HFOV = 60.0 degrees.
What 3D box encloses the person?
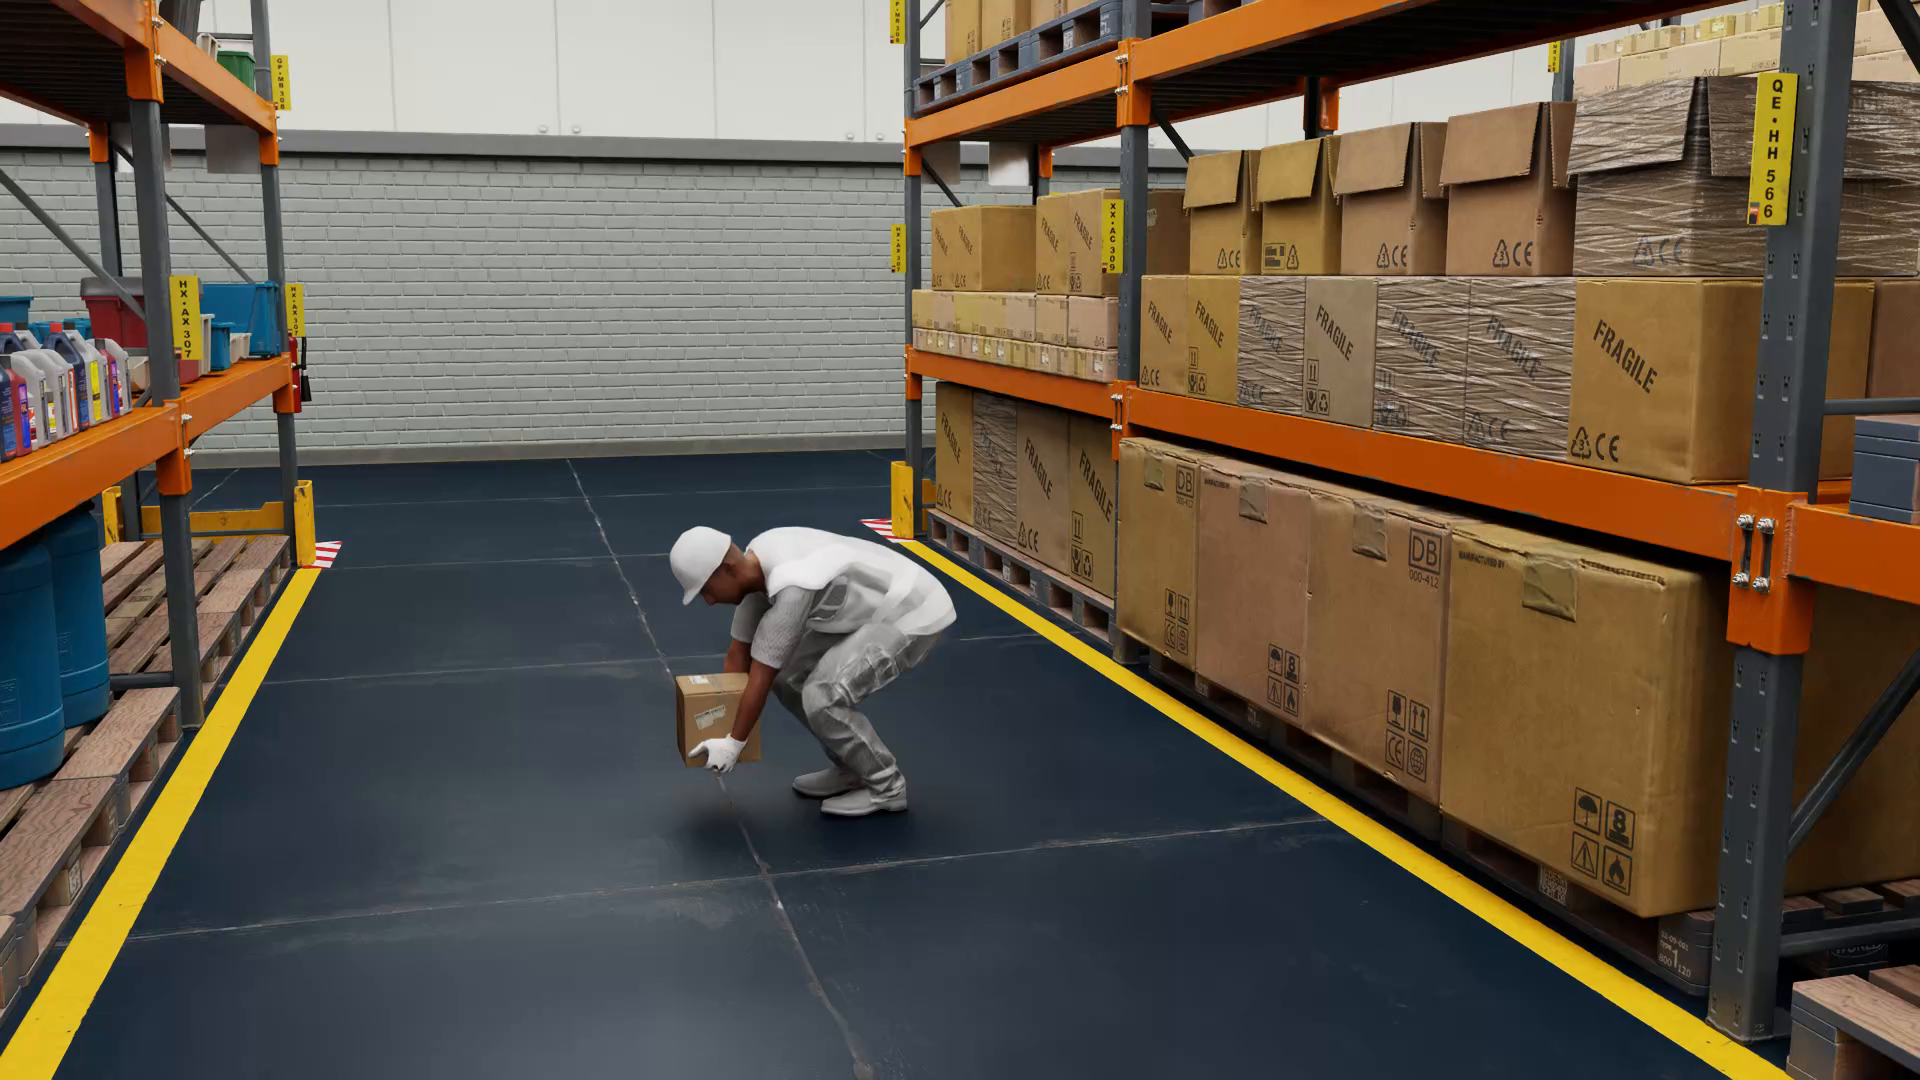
[{"bbox_3d":[-0.492,0.428,5.647,0.960,0.993,0.540,-3,10,-18],"label":"person"}]
